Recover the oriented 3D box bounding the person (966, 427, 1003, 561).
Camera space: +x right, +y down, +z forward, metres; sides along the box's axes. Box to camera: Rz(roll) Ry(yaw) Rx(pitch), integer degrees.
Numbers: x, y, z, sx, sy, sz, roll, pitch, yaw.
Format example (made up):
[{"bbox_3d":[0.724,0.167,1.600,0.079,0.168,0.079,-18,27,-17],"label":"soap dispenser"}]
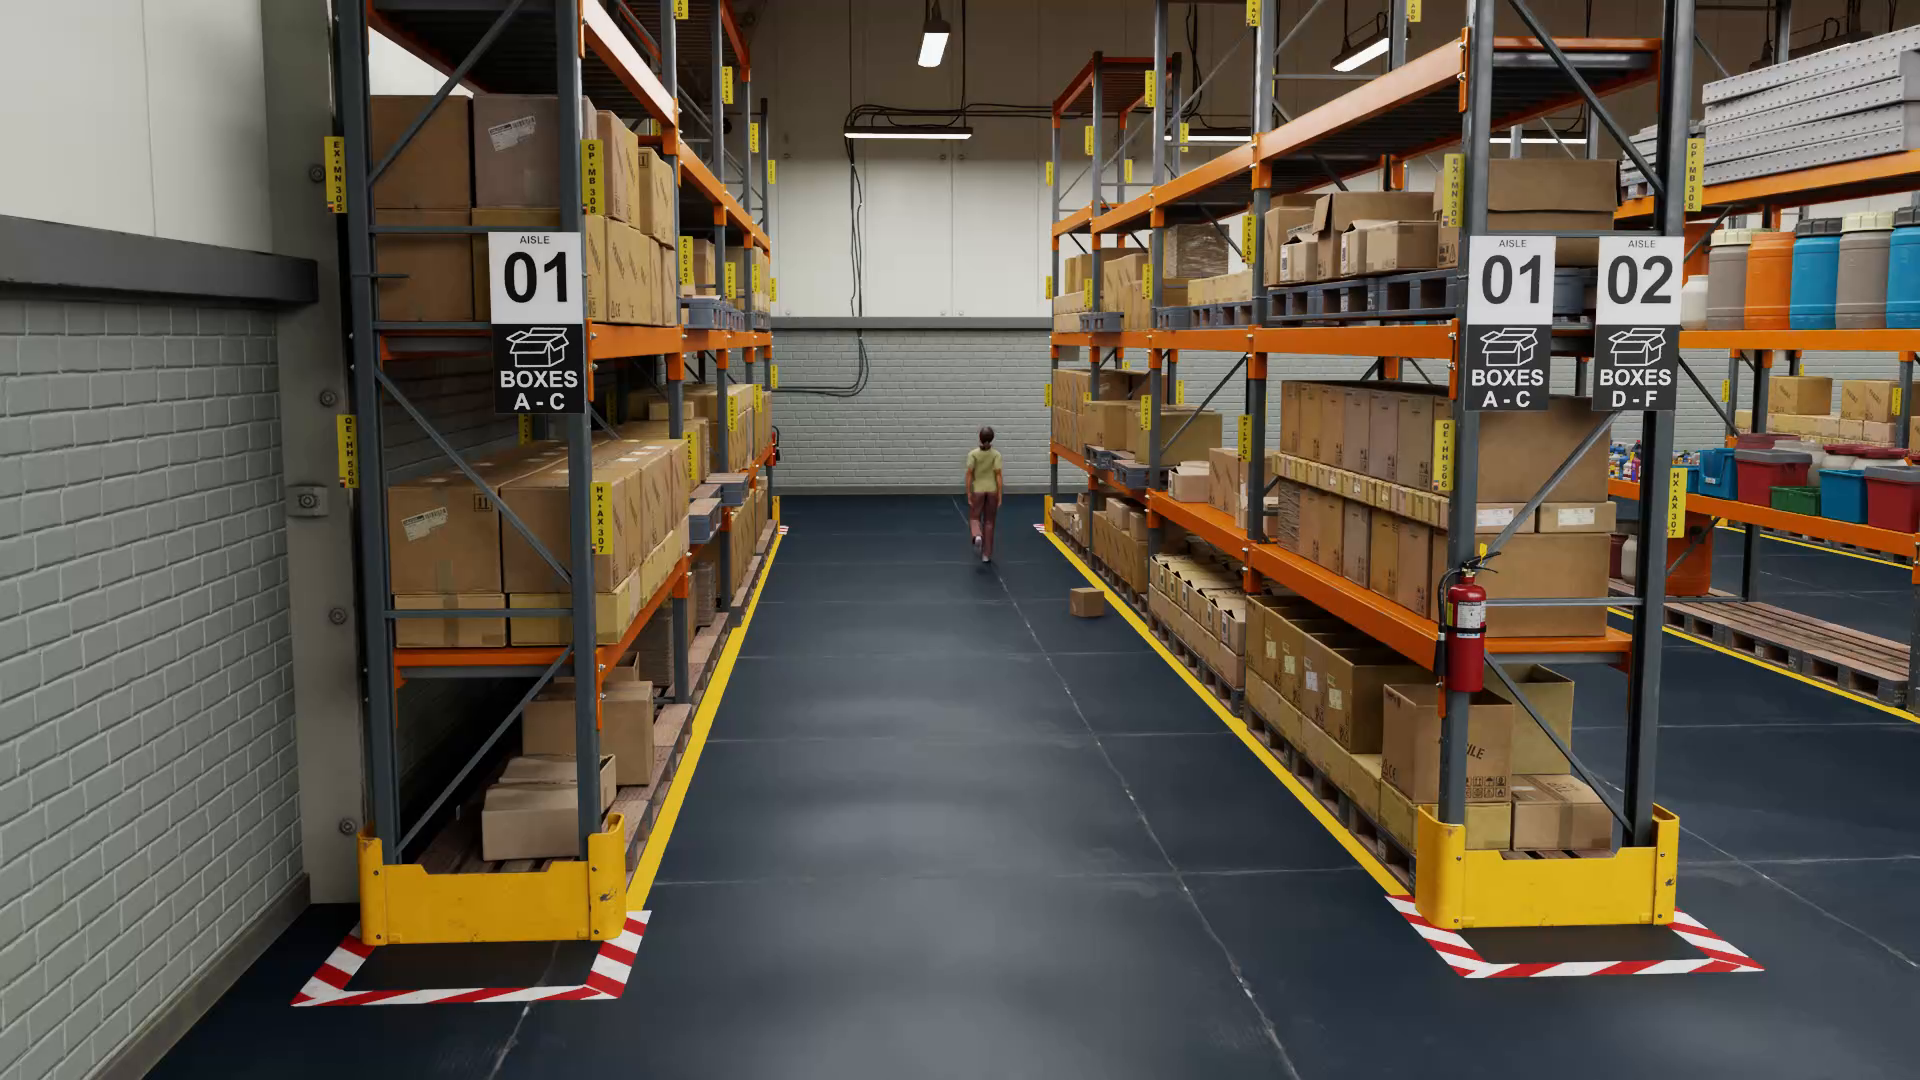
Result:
[{"bbox_3d":[0.294,-0.547,20.197,0.448,1.643,0.665,0,7,-1],"label":"person"}]
